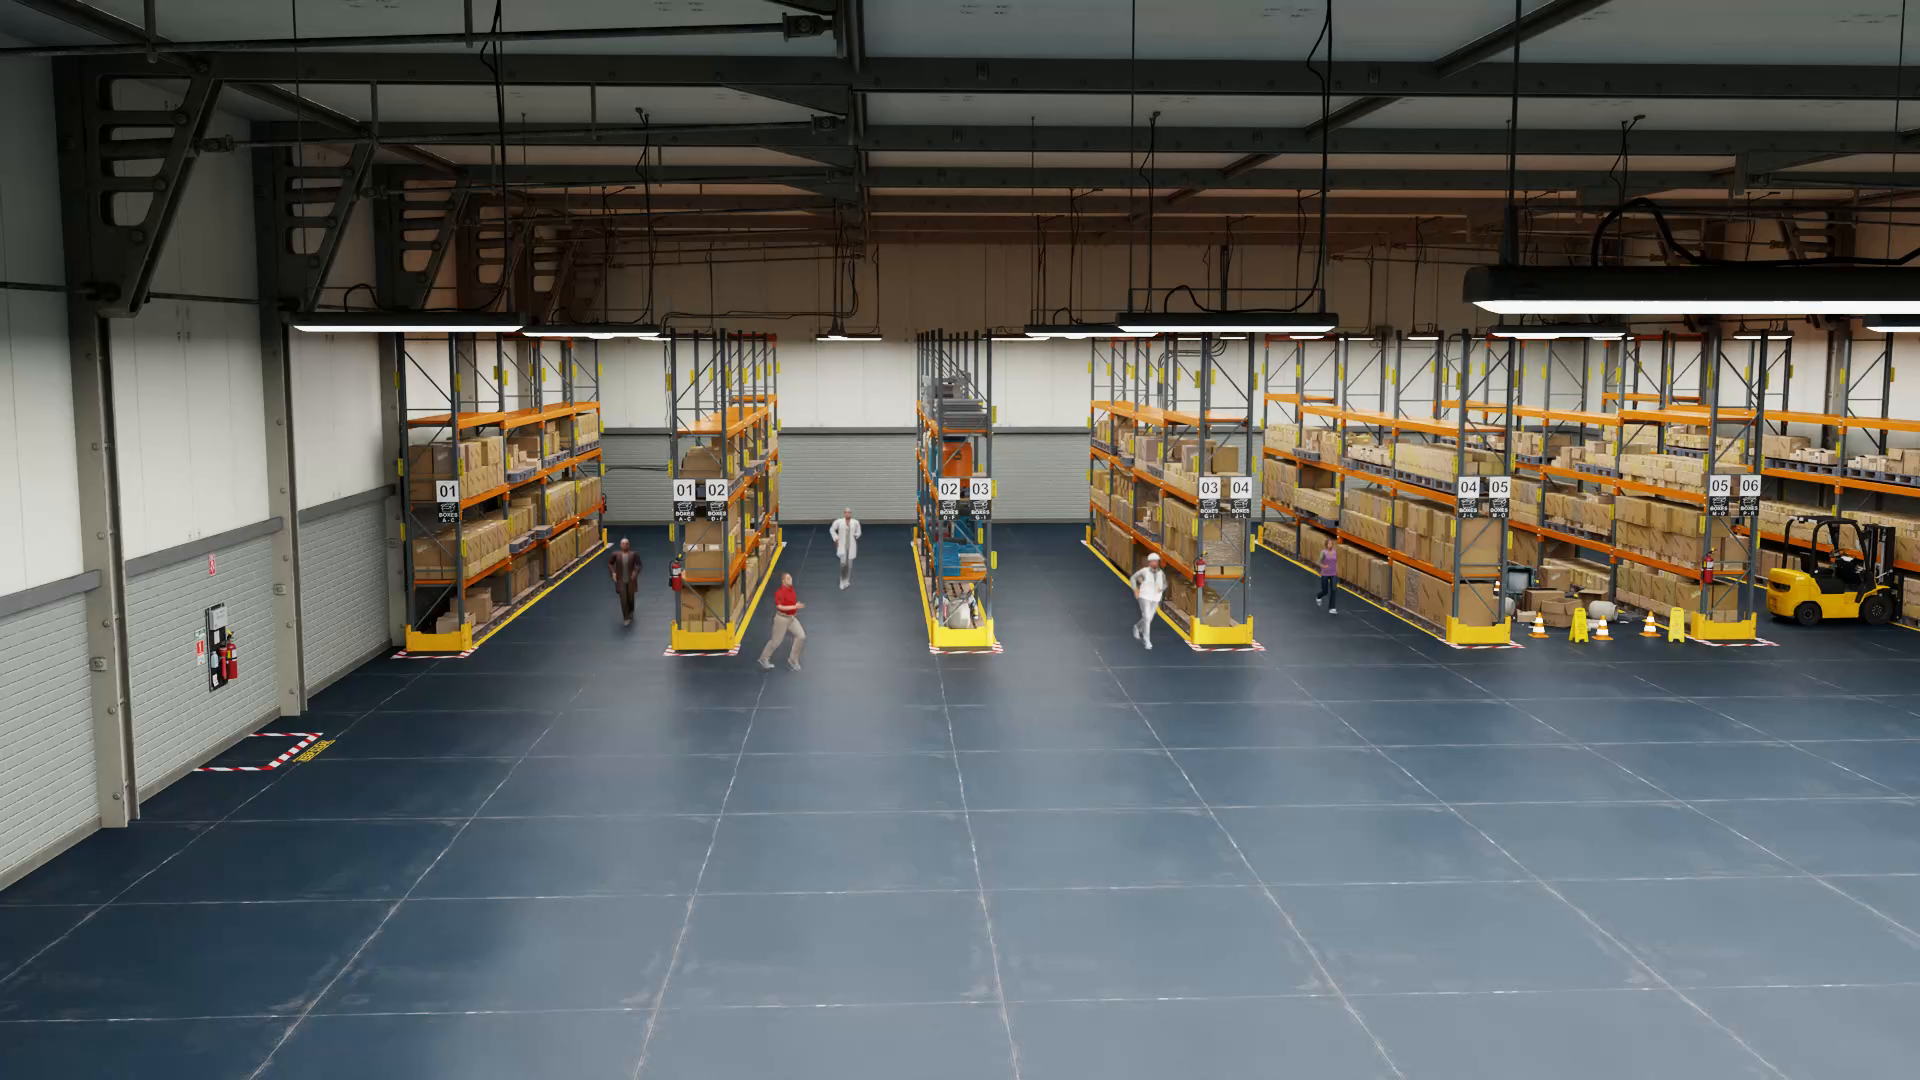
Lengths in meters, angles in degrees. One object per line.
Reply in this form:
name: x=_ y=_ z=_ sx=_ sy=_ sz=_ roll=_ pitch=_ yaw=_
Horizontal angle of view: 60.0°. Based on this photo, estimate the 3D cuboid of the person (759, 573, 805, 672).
person: x=-3.072 y=1.449 z=29.163 sx=0.914 sy=1.779 sz=0.673 roll=4 pitch=8 yaw=28

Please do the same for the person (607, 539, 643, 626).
person: x=-6.861 y=0.886 z=34.066 sx=0.720 sy=1.678 sz=0.795 roll=-2 pitch=7 yaw=-13

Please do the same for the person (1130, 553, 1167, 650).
person: x=3.618 y=1.129 z=31.676 sx=0.693 sy=1.768 sz=0.925 roll=-3 pitch=7 yaw=-23

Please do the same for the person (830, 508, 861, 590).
person: x=-2.534 y=0.198 z=37.216 sx=0.680 sy=1.835 sz=0.738 roll=-2 pitch=7 yaw=-13

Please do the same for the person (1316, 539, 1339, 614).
person: x=7.851 y=0.755 z=35.423 sx=0.541 sy=1.567 sz=0.843 roll=-1 pitch=7 yaw=-11
